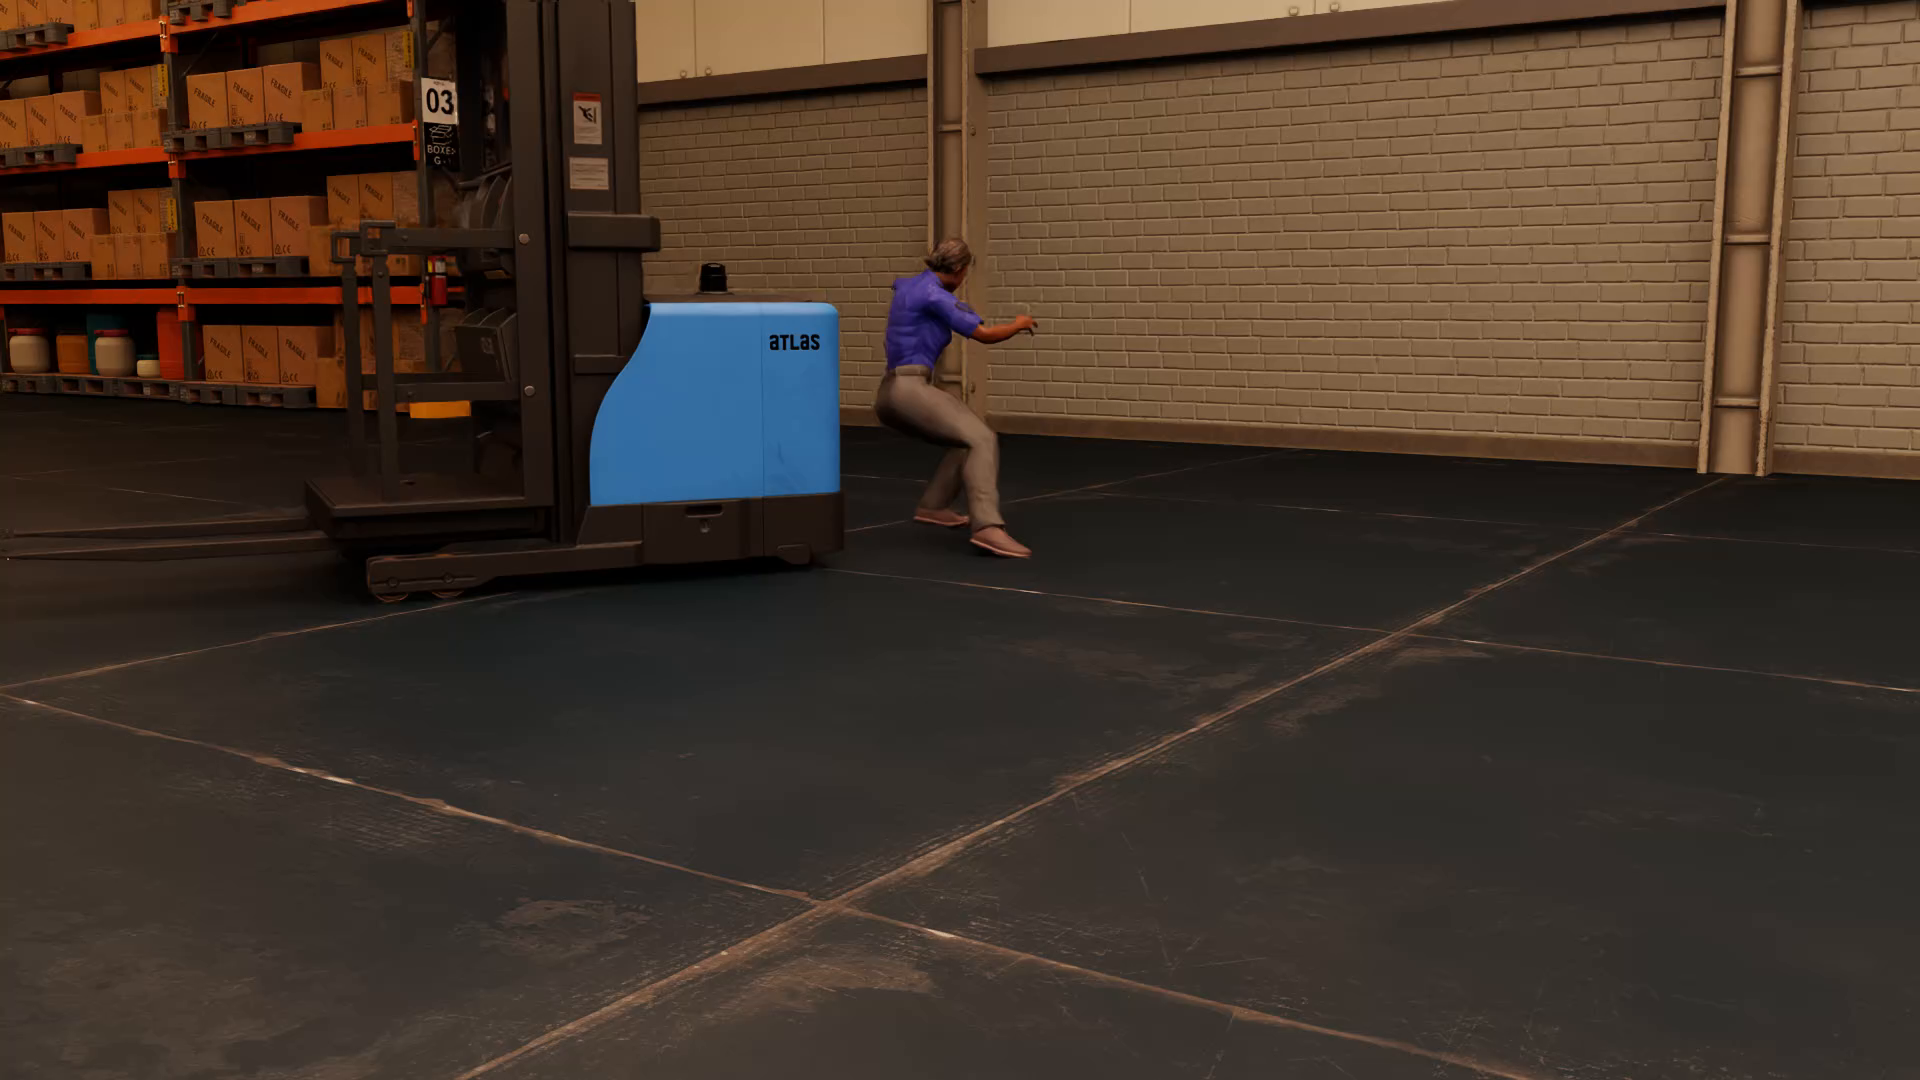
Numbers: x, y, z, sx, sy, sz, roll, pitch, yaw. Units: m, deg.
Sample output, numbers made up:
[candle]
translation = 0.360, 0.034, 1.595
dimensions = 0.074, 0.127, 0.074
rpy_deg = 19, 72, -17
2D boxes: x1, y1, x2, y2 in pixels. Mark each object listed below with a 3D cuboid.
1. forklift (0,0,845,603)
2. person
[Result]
[forklift]
translation = -2.030, -1.309, 6.397
dimensions = 3.031, 2.935, 1.130
rpy_deg = -4, 9, -26
[person]
translation = -0.031, -0.690, 7.627
dimensions = 0.756, 1.378, 1.518
rpy_deg = -3, 9, -20
